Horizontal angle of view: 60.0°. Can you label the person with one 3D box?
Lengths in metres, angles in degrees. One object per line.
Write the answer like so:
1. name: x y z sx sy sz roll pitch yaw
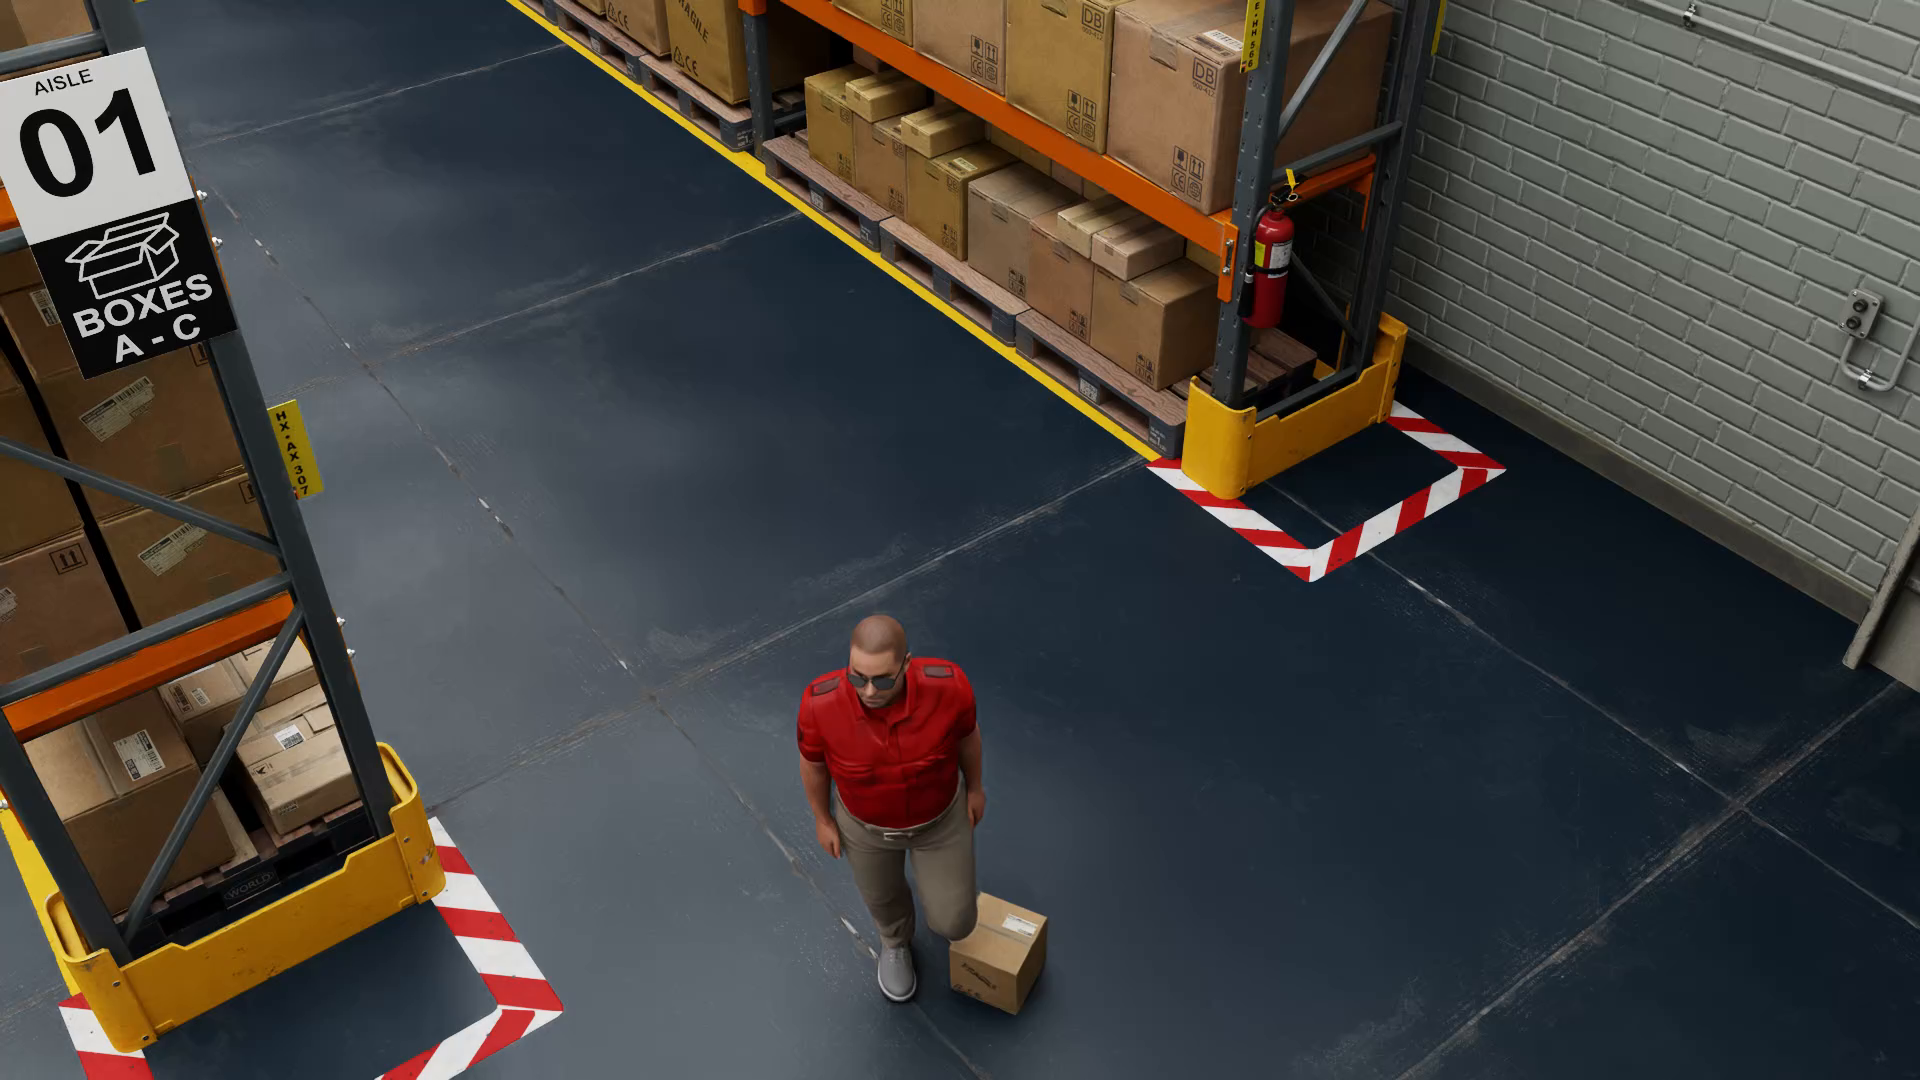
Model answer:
1. person: -0.194 0.830 5.165 0.580 1.718 0.478 -1 40 -2
